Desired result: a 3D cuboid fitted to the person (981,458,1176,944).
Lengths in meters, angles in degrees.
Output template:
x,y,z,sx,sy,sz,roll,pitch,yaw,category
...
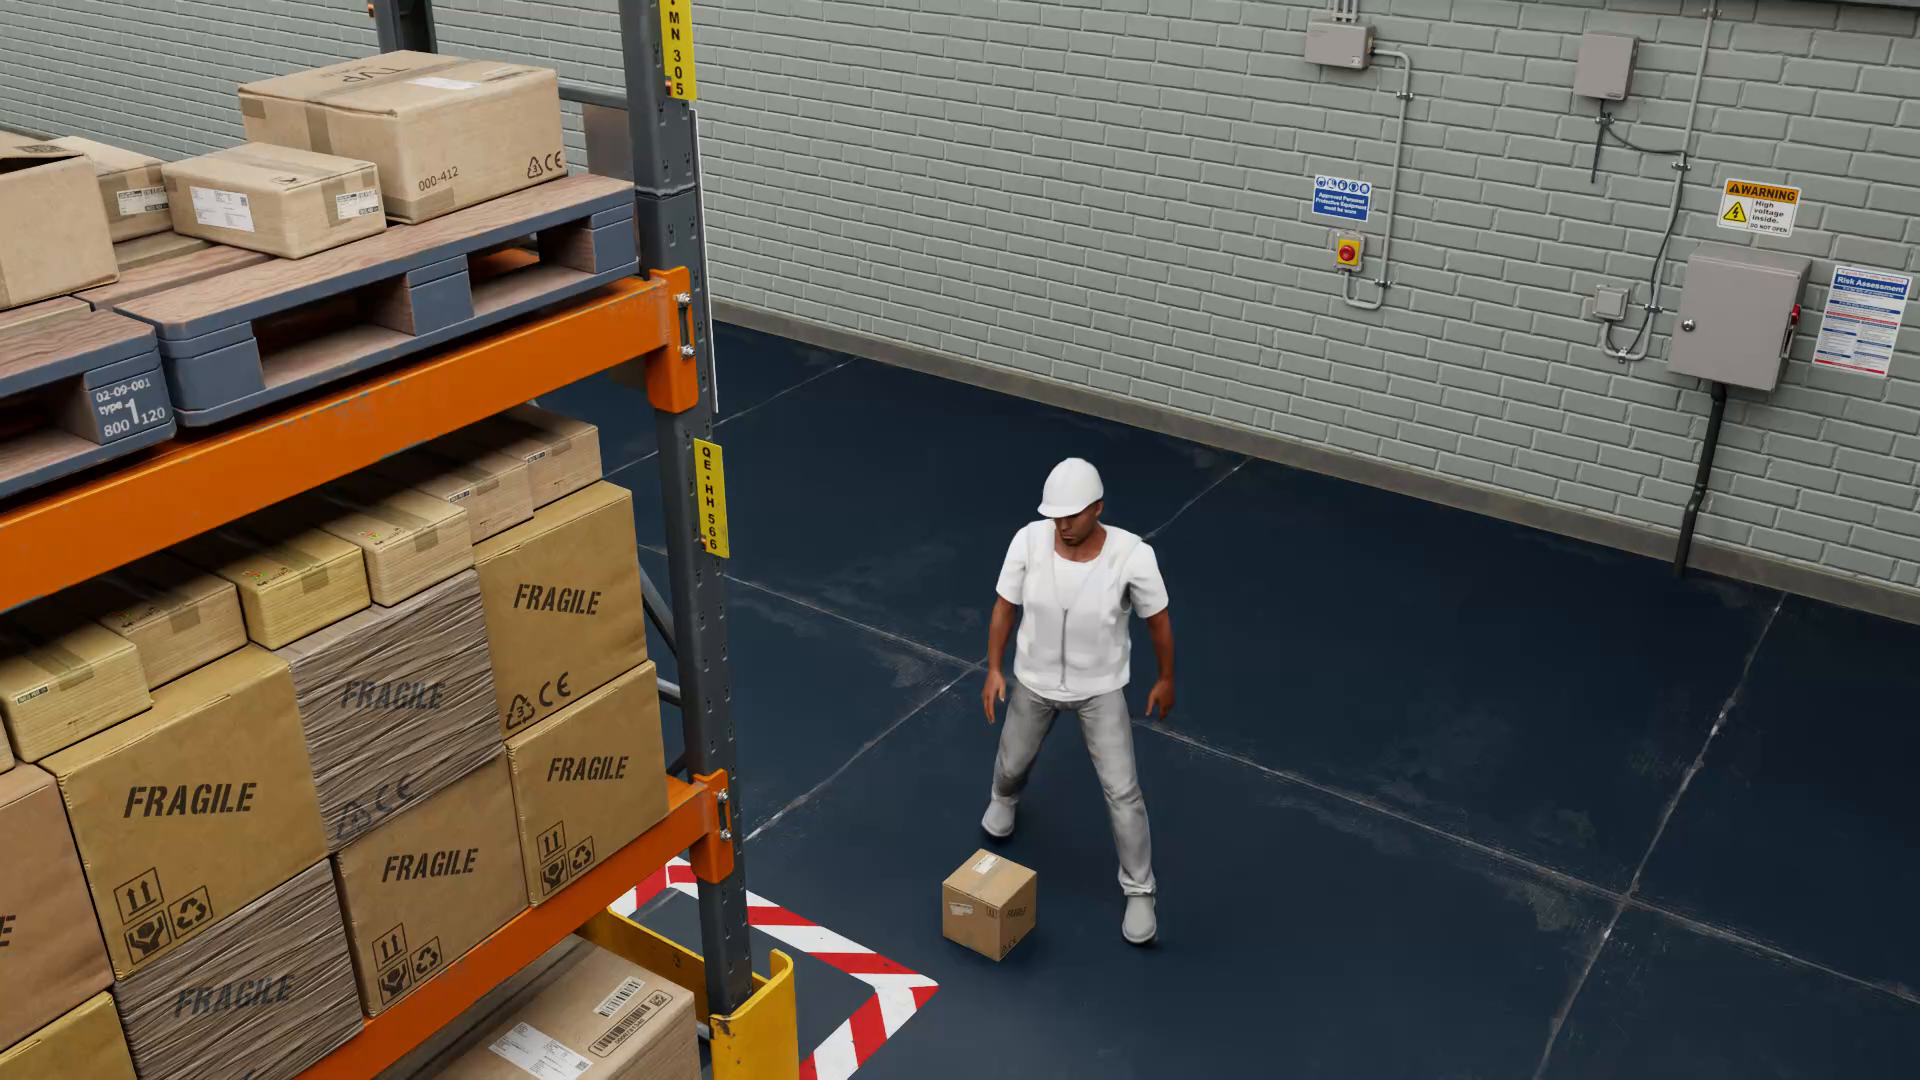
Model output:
x,y,z,sx,sy,sz,roll,pitch,yaw,category
0.422,0.531,6.094,0.785,1.723,0.757,7,28,14,person
